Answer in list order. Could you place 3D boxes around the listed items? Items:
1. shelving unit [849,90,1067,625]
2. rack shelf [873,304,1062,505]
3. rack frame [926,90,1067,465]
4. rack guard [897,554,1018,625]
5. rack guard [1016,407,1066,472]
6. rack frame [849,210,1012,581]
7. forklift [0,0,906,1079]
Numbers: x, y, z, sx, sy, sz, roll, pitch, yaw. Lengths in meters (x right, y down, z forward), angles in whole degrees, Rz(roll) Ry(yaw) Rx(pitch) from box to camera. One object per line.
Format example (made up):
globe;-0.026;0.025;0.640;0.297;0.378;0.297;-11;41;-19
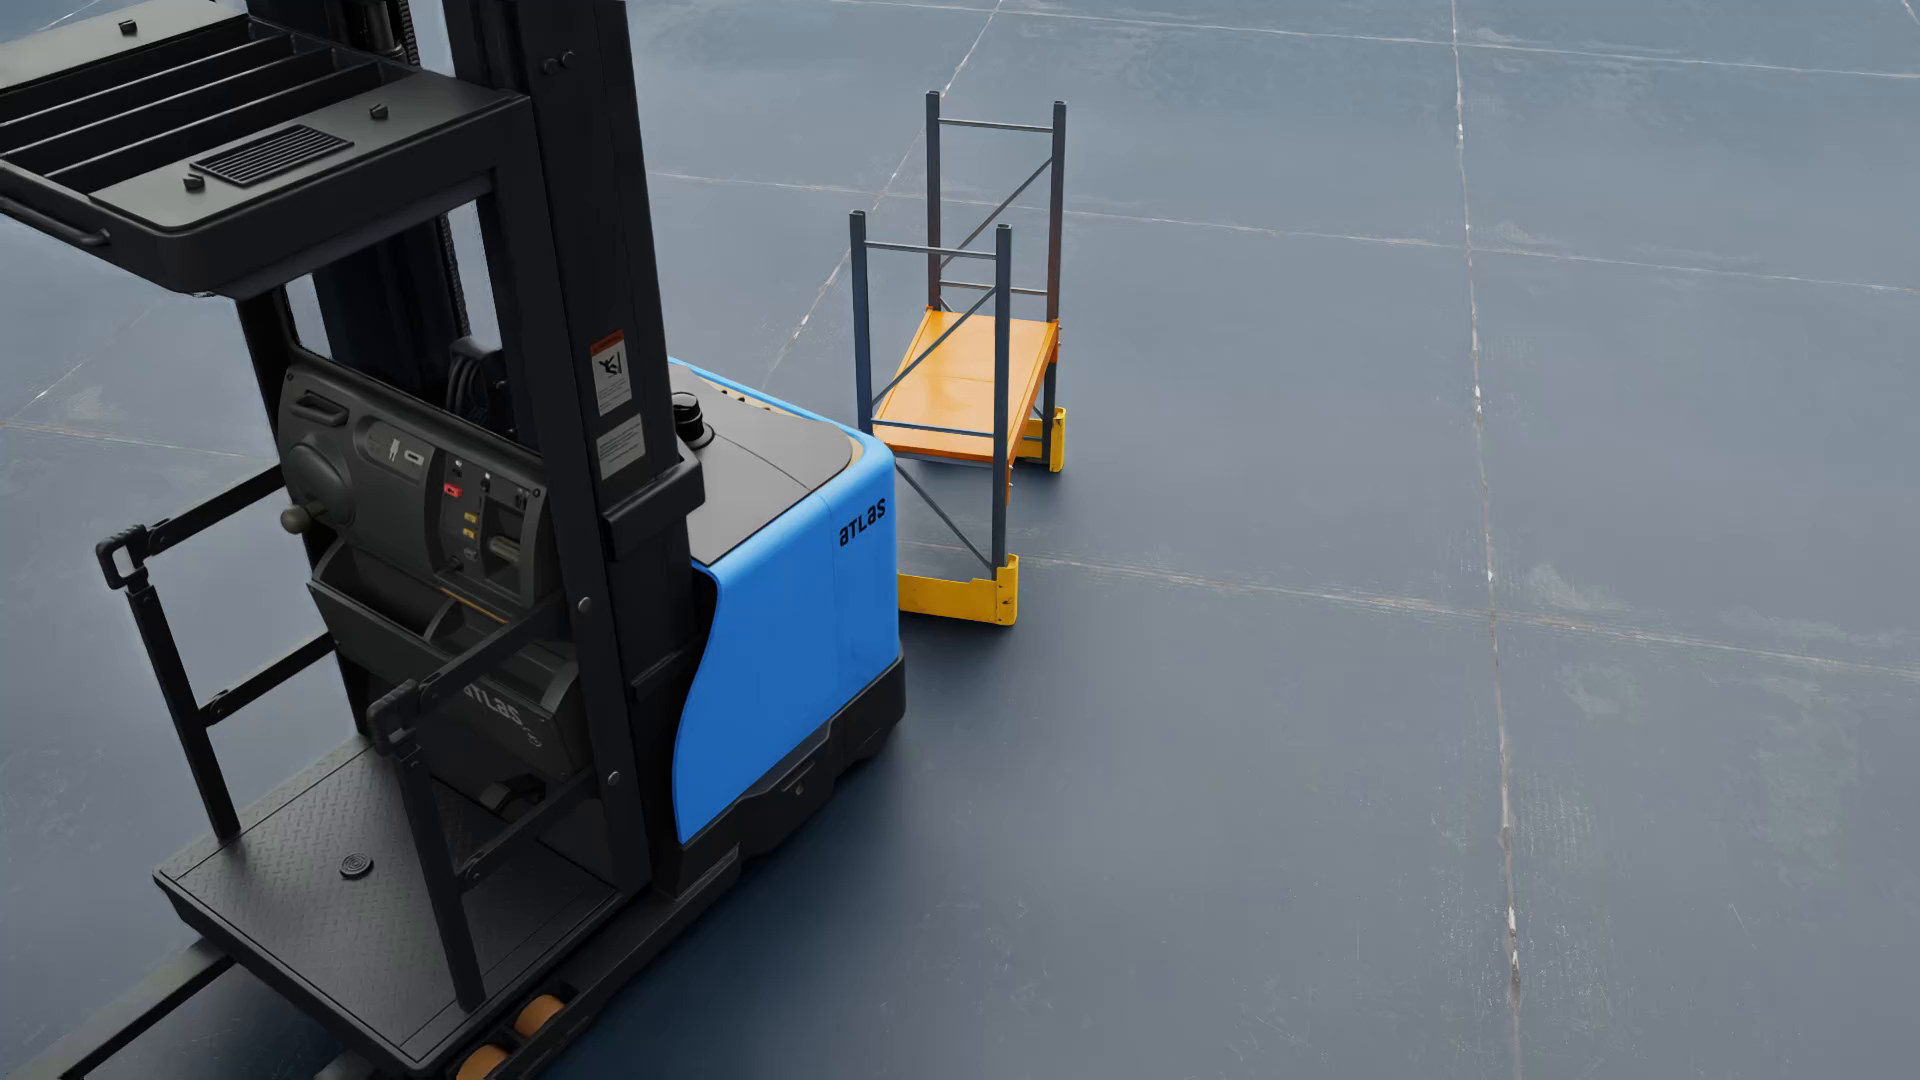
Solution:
shelving unit;0.016;-0.651;5.870;0.587;1.500;1.083;7;37;10
rack shelf;0.018;-0.511;5.983;0.538;0.185;1.000;7;37;10
rack frame;0.127;-0.948;6.279;0.500;1.500;0.032;7;37;10
rack guard;-0.090;0.141;5.843;0.587;0.250;0.087;7;37;10
rack guard;0.123;-0.430;6.631;0.587;0.250;0.087;7;37;10
rack frame;-0.090;-0.365;5.475;0.500;1.500;0.032;7;37;10
forklift;-1.440;-0.056;3.830;1.130;2.935;3.031;23;42;28
